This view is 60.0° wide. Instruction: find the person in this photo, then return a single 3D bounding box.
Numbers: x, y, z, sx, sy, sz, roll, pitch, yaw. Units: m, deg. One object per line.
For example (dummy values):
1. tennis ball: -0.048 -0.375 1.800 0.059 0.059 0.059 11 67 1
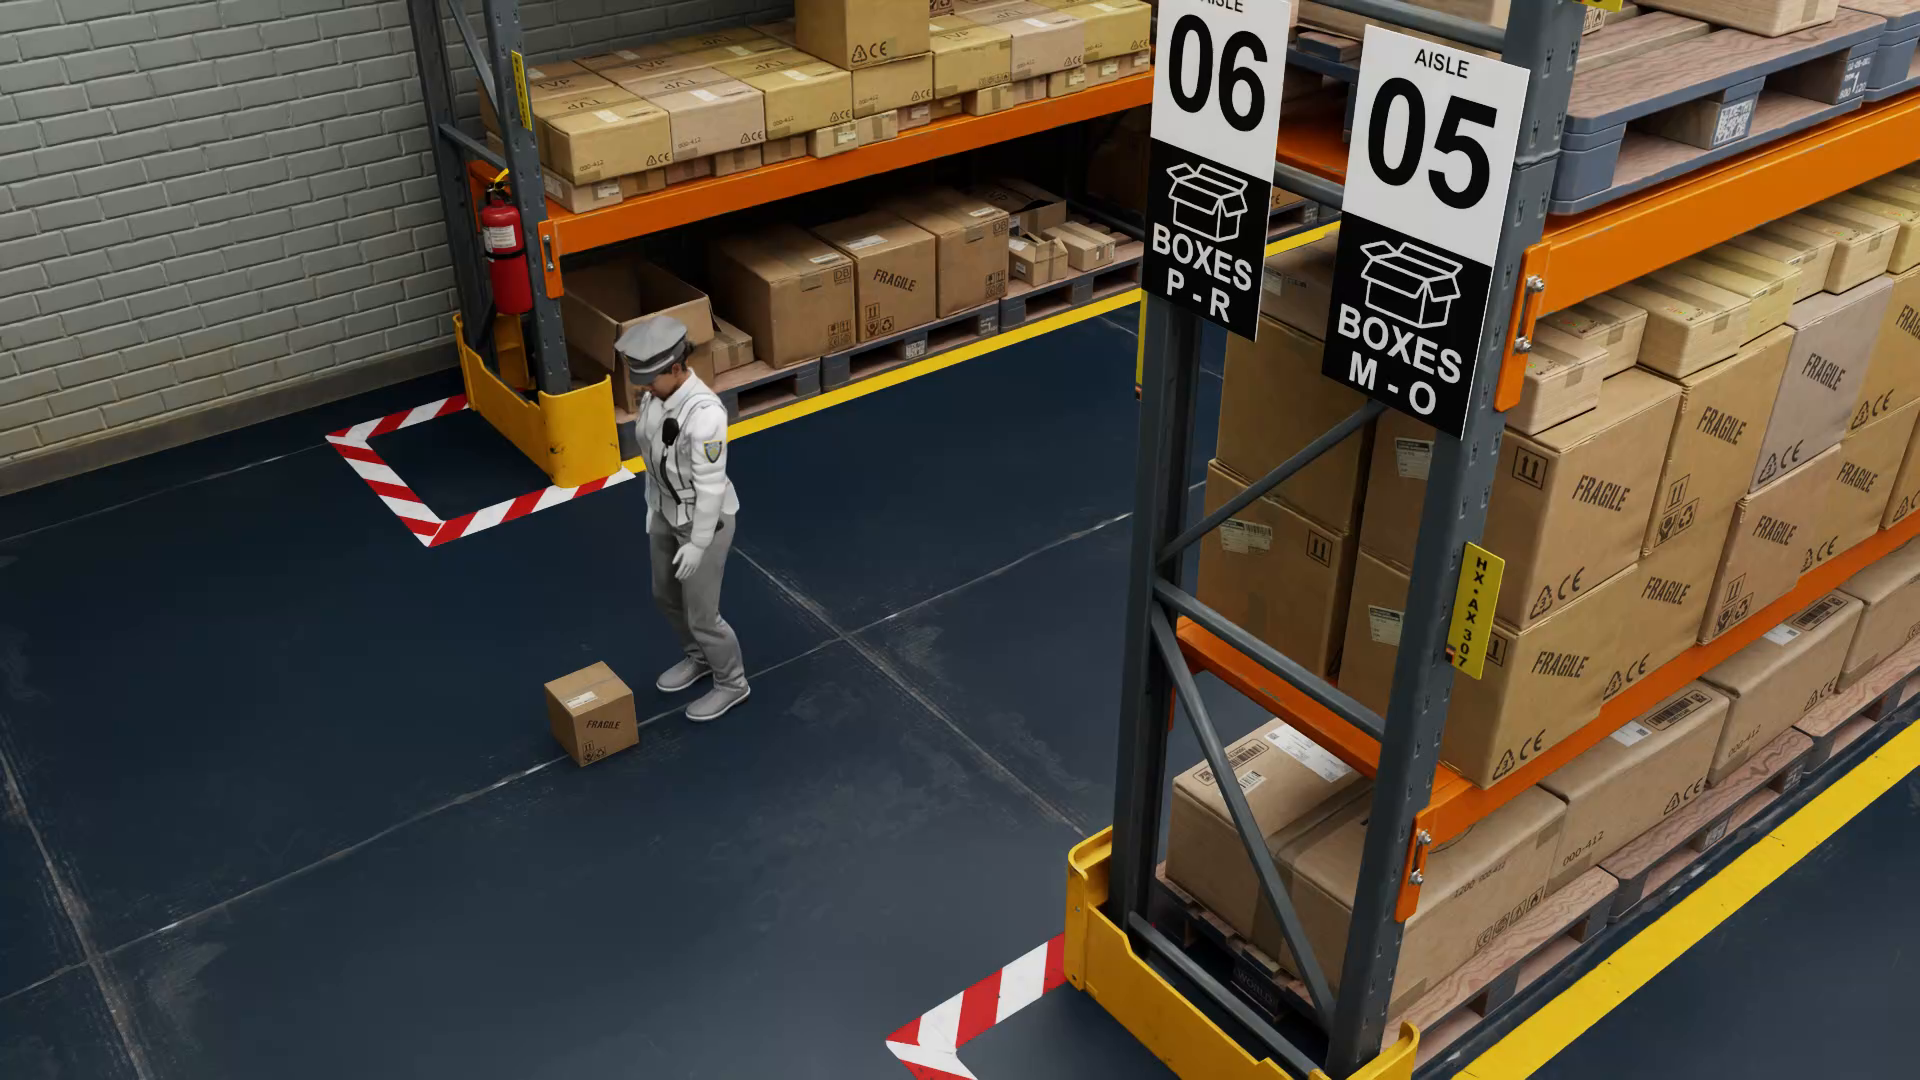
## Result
1. person: -1.024 -0.062 6.257 0.381 1.651 0.485 -22 38 -30
